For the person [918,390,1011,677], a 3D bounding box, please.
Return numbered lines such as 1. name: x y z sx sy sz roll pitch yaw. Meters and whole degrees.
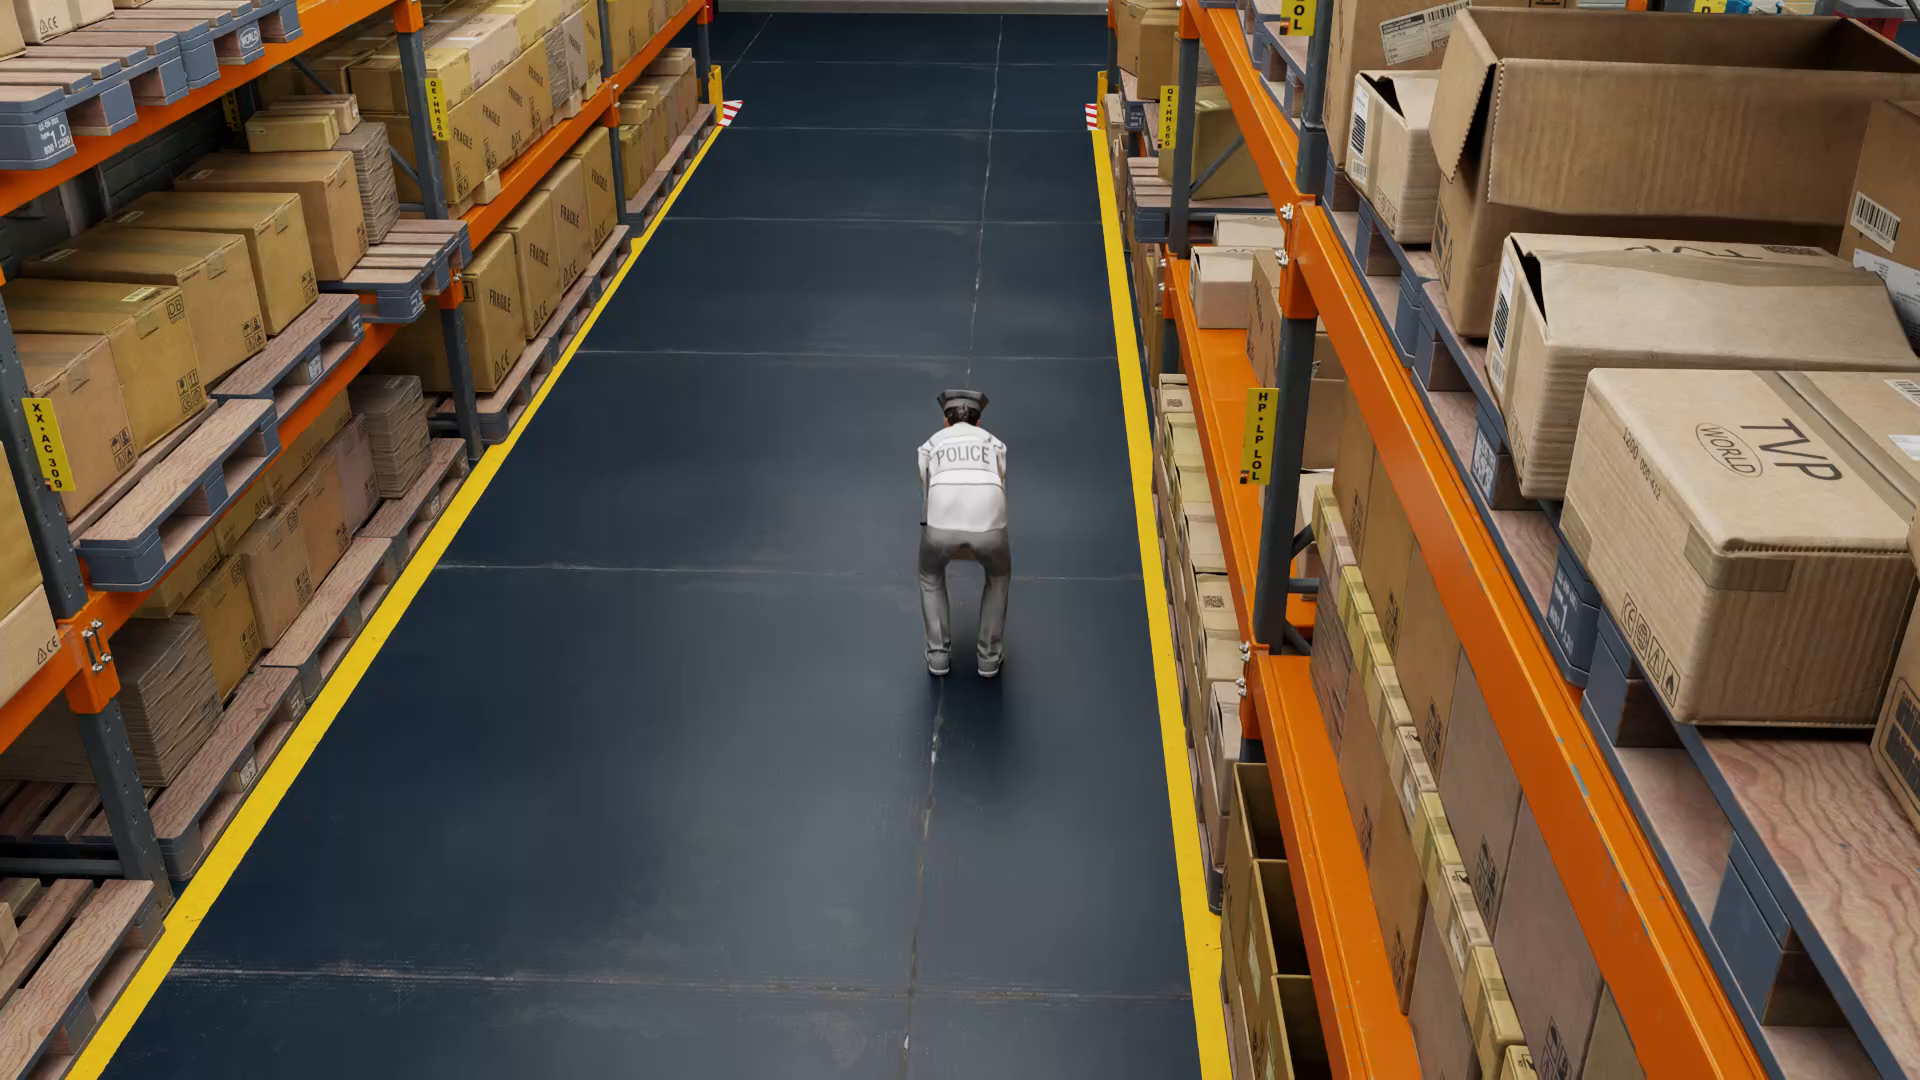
1. person: 0.021 -0.040 7.702 0.432 1.190 0.908 0 28 0
